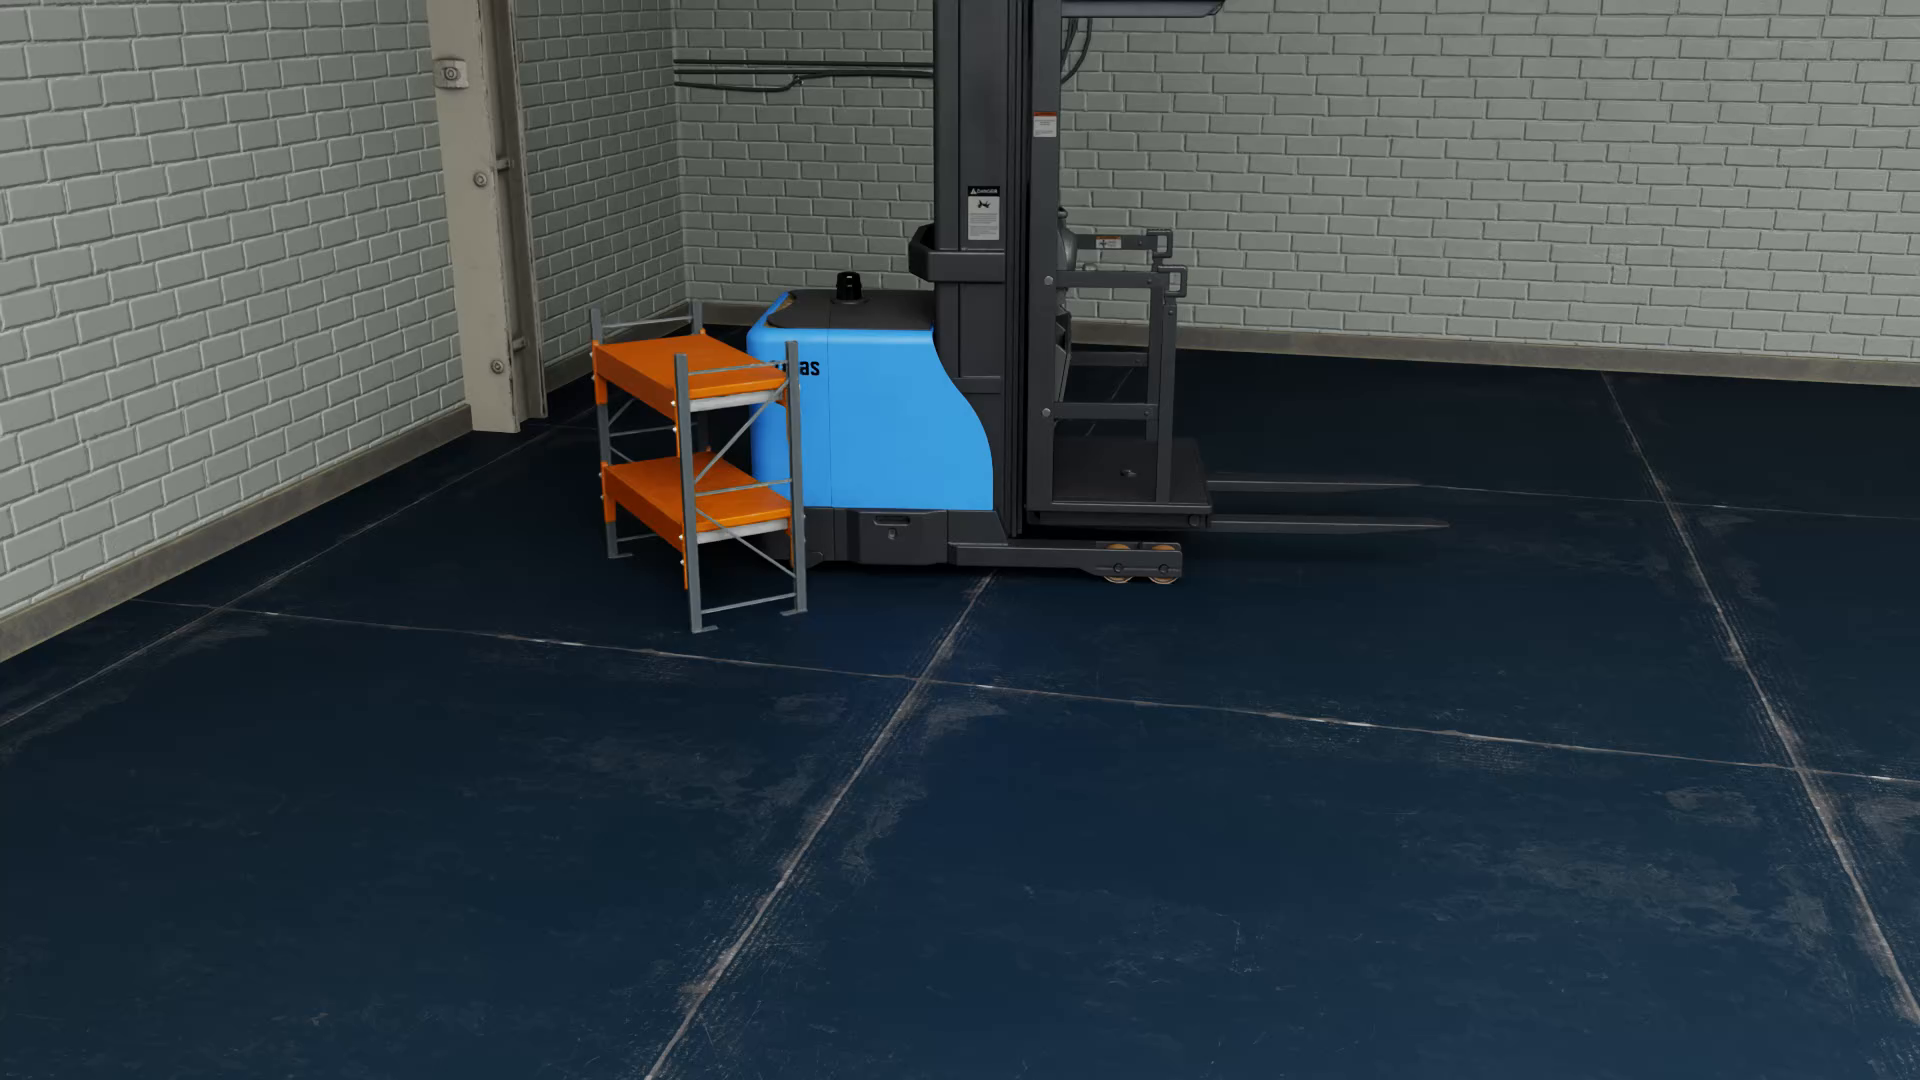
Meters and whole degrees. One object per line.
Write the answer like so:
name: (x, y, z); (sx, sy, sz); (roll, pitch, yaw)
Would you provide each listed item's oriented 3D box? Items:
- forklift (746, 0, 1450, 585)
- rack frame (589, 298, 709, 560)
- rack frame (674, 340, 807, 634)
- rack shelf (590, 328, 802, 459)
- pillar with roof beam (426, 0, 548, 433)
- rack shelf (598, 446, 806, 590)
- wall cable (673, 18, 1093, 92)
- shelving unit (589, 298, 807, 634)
forklift: (0.624, -1.374, 7.177); (3.031, 2.935, 1.130); (1, 19, 3)
rack frame: (-1.359, -0.489, 7.378); (0.500, 1.125, 0.032); (-11, 22, -28)
rack frame: (-0.853, -0.204, 6.544); (0.500, 1.125, 0.032); (-11, 22, -28)
rack shelf: (-1.107, -0.623, 6.866); (0.538, 0.278, 1.000); (-11, 22, -28)
pillar with roof beam: (1.545, -4.602, 7.239); (9.100, 9.000, 0.400); (5, 19, 13)
rack shelf: (-1.106, -0.115, 7.040); (0.538, 0.278, 1.000); (-11, 22, -28)
wall cable: (-0.628, -4.291, 11.133); (3.097, 2.526, 0.112); (5, 19, 13)
shelving unit: (-1.106, -0.347, 6.961); (0.538, 1.125, 1.048); (-11, 22, -28)
